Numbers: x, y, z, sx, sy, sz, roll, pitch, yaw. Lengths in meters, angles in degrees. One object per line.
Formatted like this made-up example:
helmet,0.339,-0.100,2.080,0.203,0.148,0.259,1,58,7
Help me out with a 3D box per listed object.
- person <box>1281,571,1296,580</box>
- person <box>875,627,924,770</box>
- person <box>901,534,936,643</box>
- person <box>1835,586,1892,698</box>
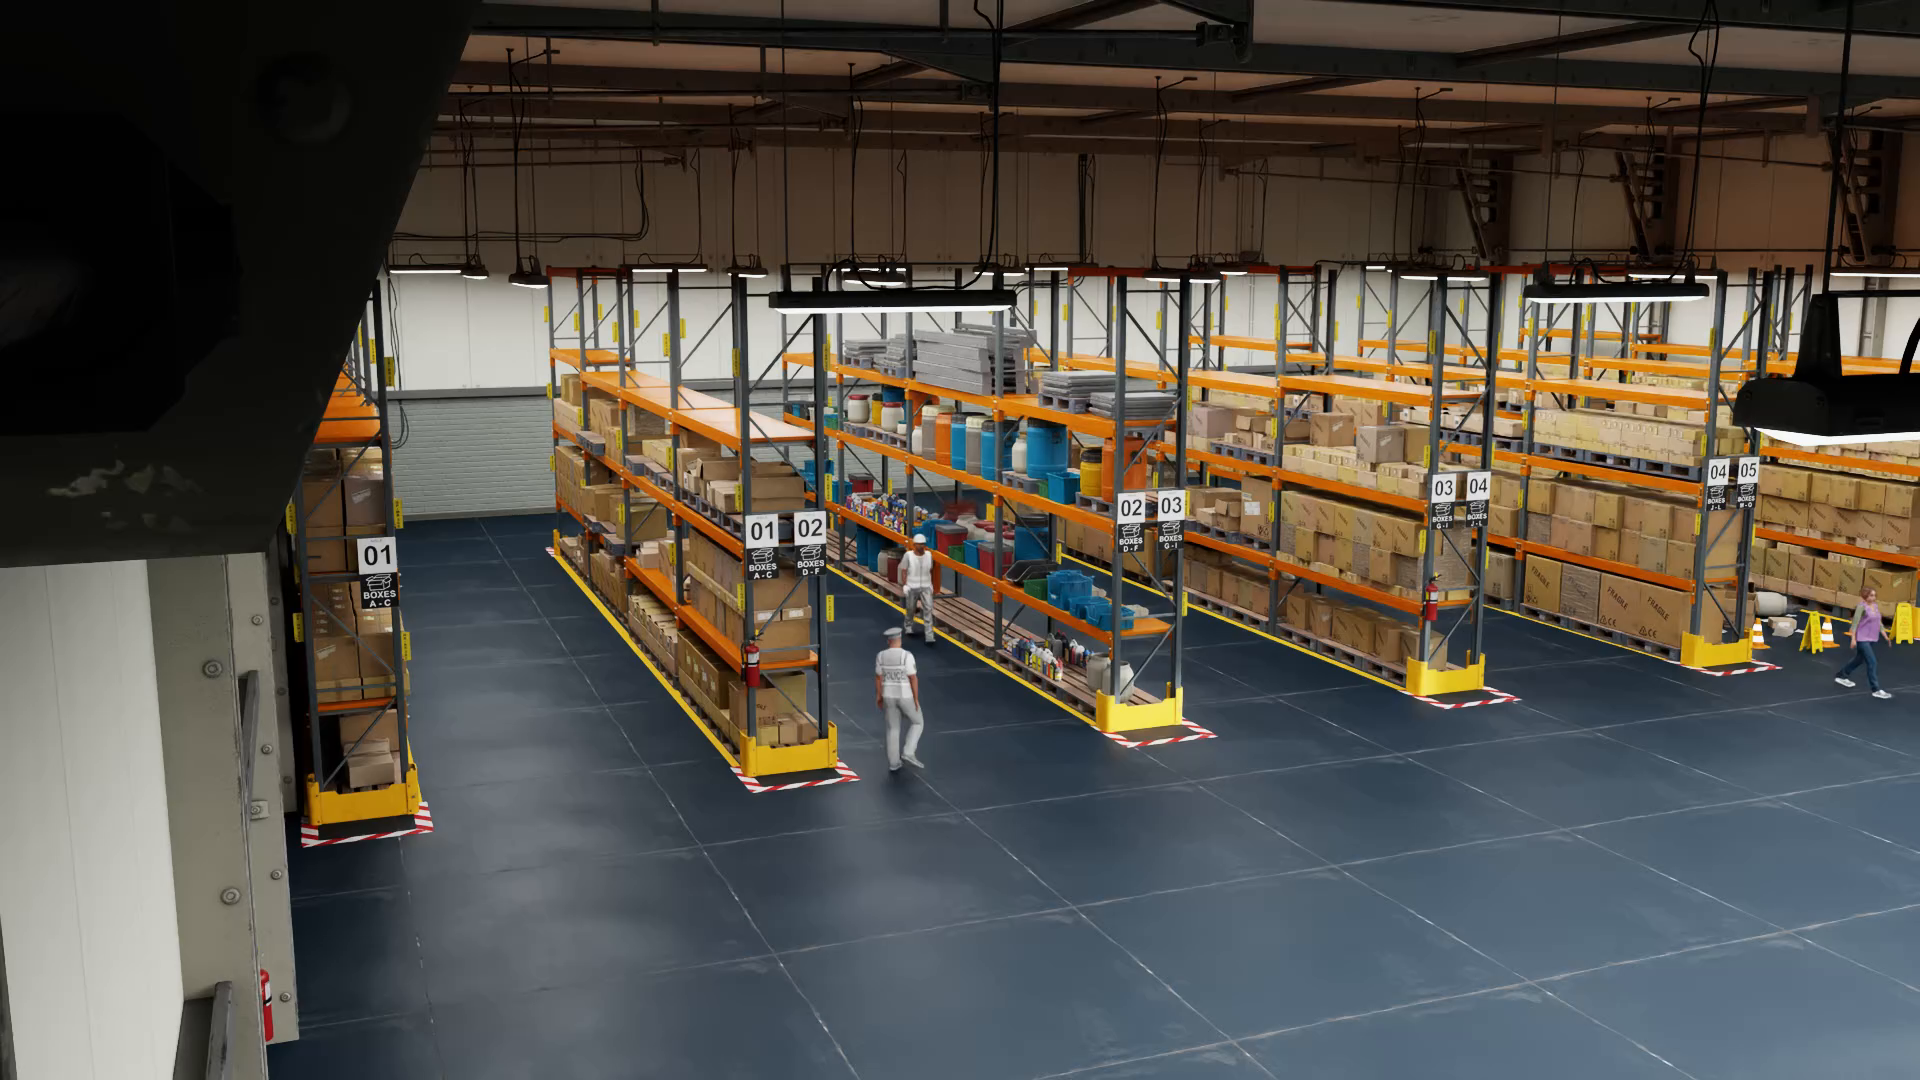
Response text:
person,6.331,-0.063,31.990,0.632,1.826,0.639,-1,10,-5
person,-0.747,1.950,20.420,0.656,1.728,0.480,4,11,20
person,-0.667,0.778,27.116,0.585,1.748,1.007,-3,10,-16
person,13.035,1.428,23.862,0.436,1.547,0.908,-6,11,-29
